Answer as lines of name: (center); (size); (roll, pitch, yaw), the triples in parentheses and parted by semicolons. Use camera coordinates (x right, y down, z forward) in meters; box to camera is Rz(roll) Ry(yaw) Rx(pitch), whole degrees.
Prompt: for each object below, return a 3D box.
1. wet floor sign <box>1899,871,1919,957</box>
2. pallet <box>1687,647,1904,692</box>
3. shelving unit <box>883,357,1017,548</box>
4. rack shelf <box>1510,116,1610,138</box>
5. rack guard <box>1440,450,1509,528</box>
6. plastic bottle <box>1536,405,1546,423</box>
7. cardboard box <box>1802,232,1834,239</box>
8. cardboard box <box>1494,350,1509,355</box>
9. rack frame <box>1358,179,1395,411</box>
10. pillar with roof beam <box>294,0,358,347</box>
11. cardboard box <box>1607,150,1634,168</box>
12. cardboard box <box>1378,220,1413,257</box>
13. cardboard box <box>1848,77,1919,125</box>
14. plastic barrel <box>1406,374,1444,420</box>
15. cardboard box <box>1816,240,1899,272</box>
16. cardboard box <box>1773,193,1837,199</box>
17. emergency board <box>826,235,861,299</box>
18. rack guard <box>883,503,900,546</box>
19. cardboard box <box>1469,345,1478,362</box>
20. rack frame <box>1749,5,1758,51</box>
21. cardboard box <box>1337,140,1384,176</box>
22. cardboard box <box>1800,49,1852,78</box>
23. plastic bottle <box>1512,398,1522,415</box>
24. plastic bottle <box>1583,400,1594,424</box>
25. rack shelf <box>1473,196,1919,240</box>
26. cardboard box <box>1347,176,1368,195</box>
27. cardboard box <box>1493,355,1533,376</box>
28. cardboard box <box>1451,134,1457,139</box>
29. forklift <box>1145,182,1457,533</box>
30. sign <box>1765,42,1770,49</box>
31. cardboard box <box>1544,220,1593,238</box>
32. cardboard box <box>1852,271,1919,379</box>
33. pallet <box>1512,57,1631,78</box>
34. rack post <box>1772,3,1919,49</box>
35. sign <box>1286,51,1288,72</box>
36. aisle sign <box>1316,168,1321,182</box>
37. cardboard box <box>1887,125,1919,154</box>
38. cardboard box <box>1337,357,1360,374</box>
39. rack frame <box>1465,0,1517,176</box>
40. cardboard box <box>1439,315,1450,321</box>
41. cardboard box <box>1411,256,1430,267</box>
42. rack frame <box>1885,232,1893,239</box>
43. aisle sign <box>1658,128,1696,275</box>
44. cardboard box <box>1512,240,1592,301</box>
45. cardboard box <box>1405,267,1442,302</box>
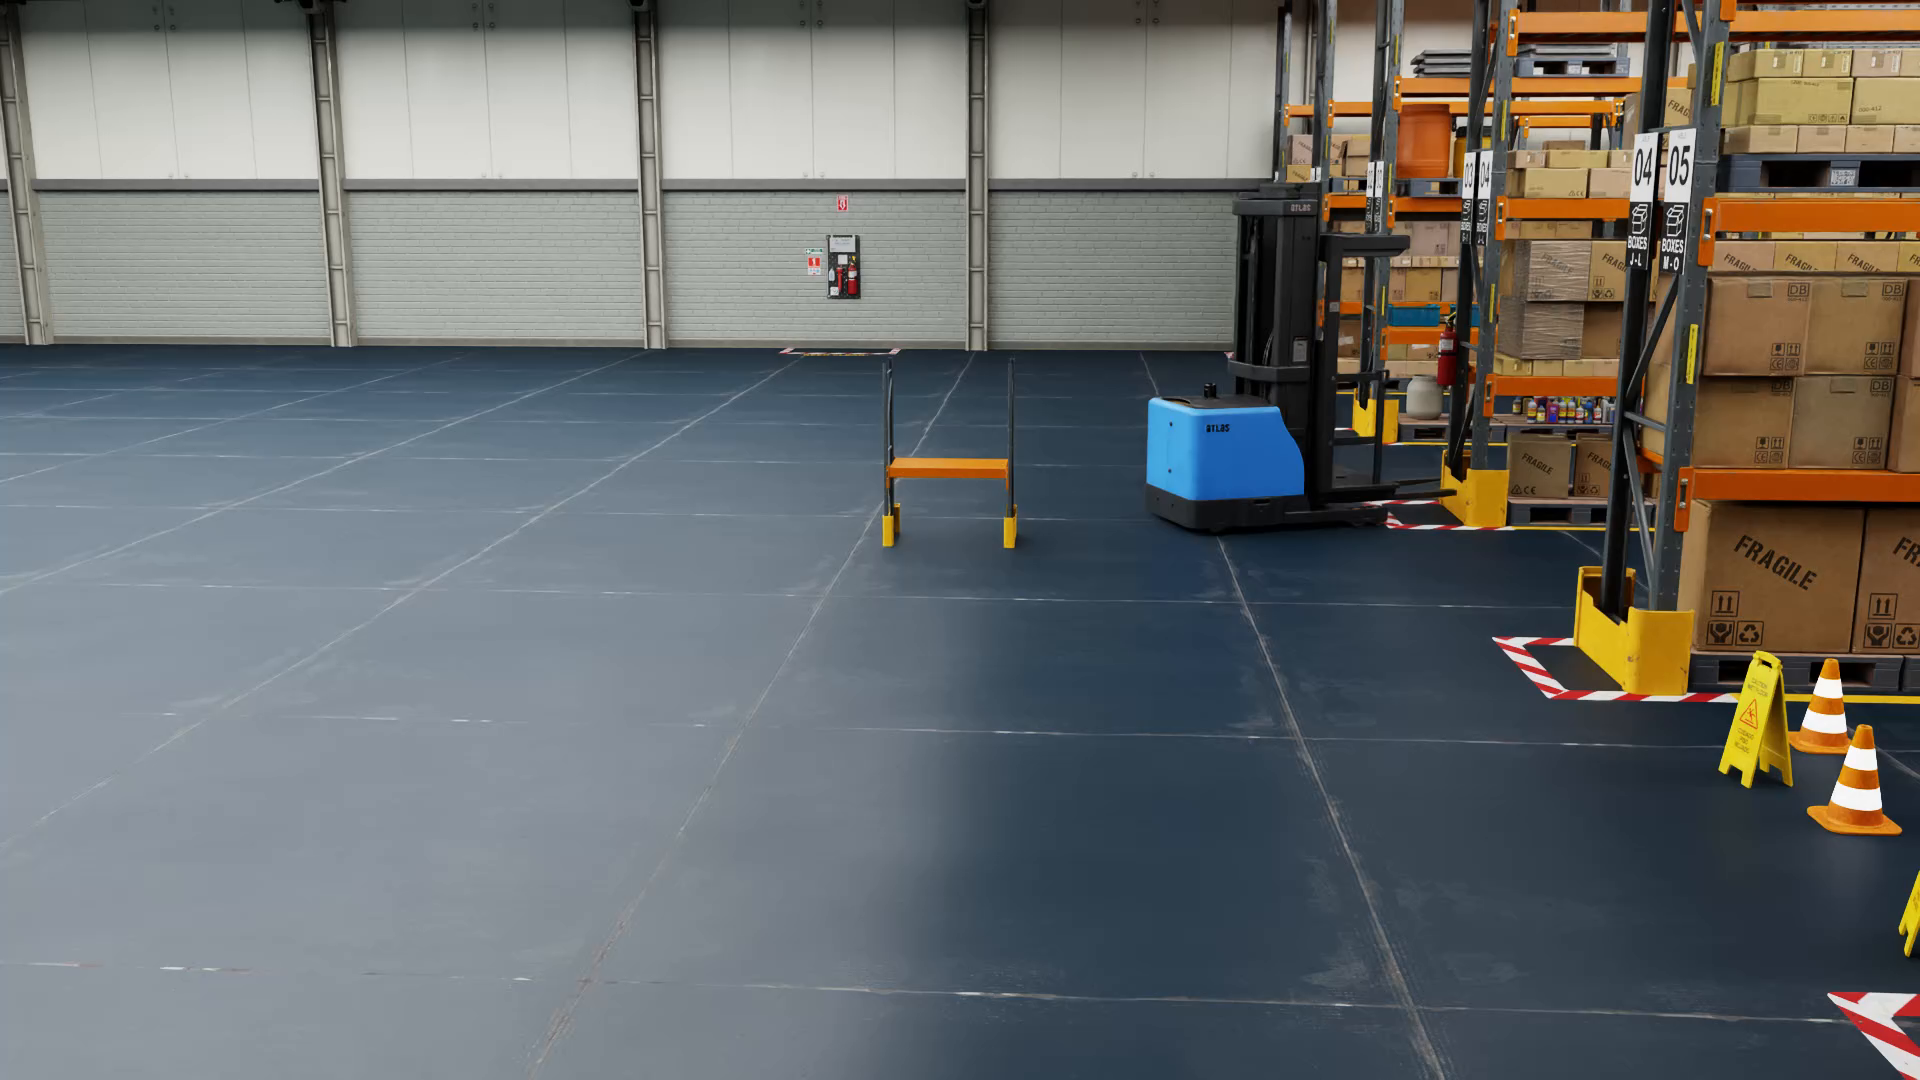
wet floor sign: (3.768, 1.258, 6.350); (0.232, 0.644, 0.267); (5, 13, 23)
pallet: (4.919, 0.674, 10.202); (1.213, 0.211, 1.003); (1, 12, 4)
shelving unit: (-0.076, -0.735, 13.789); (1.083, 1.500, 0.587); (1, 12, 4)
rack shelf: (11.527, -7.040, 28.350); (4.000, 0.370, 1.077); (1, 12, 4)
rack guard: (4.624, -0.474, 14.981); (0.348, 0.500, 1.175); (1, 12, 4)
plastic bottle: (6.770, -1.466, 19.379); (0.097, 0.201, 0.097); (0, 12, 0)
cardboard box: (14.495, -5.130, 28.284); (0.500, 0.250, 0.500); (1, 12, 3)
cardboard box: (4.846, -1.613, 14.939); (0.250, 0.149, 0.380); (1, 12, 4)
rack frame: (4.879, -2.710, 19.567); (0.127, 3.000, 1.000); (1, 12, 4)
pillar with roof beam: (-11.950, -7.204, 26.400); (0.548, 9.000, 9.100); (1, 12, 4)
cardboard box: (5.587, -3.217, 14.058); (0.250, 0.149, 0.380); (1, 12, 6)
cardboard box: (6.256, -4.390, 24.186); (0.500, 0.500, 0.700); (0, 12, 2)
cardboard box: (5.087, -2.415, 9.203); (0.500, 0.250, 0.500); (1, 12, 3)
plastic barrel: (5.541, -1.704, 19.810); (0.421, 0.512, 0.421); (0, 12, 0)
cardboard box: (7.573, -2.284, 14.117); (0.500, 0.500, 0.500); (1, 12, 4)
cardboard box: (7.037, -3.006, 14.024); (0.500, 0.250, 0.500); (1, 12, 3)
emergency board: (-2.153, -5.025, 30.633); (0.643, 1.169, 0.194); (1, 12, 4)
rack guard: (-0.573, -0.130, 13.950); (0.087, 0.250, 0.587); (1, 12, 4)
cardboard box: (7.230, -2.875, 24.213); (0.500, 0.500, 0.500); (1, 12, 4)
rack frame: (13.523, -7.561, 28.105); (0.127, 3.000, 1.000); (1, 12, 4)
cardboard box: (5.787, -5.506, 23.988); (0.637, 0.503, 0.797); (2, 12, 8)
cardboard box: (4.677, -2.603, 9.126); (0.250, 0.149, 0.380); (1, 12, 4)
plastic bottle: (6.741, -1.620, 20.116); (0.097, 0.201, 0.097); (0, 12, 0)
plastic bottle: (7.311, -1.493, 19.336); (0.097, 0.271, 0.097); (0, 12, 0)
rack shelf: (6.543, -2.787, 14.366); (4.000, 0.370, 1.077); (1, 12, 4)
cardboard box: (6.910, -6.184, 28.557); (0.500, 0.500, 0.500); (1, 12, 6)
cardboard box: (4.816, -1.523, 14.504); (0.250, 0.149, 0.380); (1, 12, 4)
cardboard box: (8.463, -6.652, 28.353); (0.500, 0.500, 0.500); (1, 12, 7)
forklift: (3.232, -1.649, 14.662); (3.031, 2.935, 1.130); (-4, 12, -17)
sign: (8.822, -5.377, 18.176); (0.005, 0.325, 0.100); (1, 12, 4)
cardboard box: (8.761, -4.356, 24.023); (0.500, 0.500, 0.700); (1, 12, 4)
cardboard box: (5.588, -1.251, 9.589); (0.550, 0.550, 0.875); (1, 12, 4)
pallet: (6.825, -5.325, 18.855); (1.213, 0.211, 1.003); (1, 12, 4)
rack post: (10.840, -5.680, 18.626); (3.121, 1.000, 1.013); (1, 12, 4)
sign: (5.504, -8.055, 27.995); (0.005, 0.325, 0.100); (1, 12, 4)
aisle sign: (5.127, -4.933, 23.843); (0.004, 0.787, 0.394); (1, 12, 4)
cardboard box: (5.193, -2.206, 9.173); (0.250, 0.149, 0.380); (1, 12, 4)
cardboard box: (5.734, -2.529, 24.391); (0.500, 0.250, 0.500); (1, 12, 4)
rack frame: (4.548, -4.635, 14.116); (0.127, 3.000, 1.000); (1, 12, 4)
cardboard box: (8.494, -3.677, 29.221); (0.500, 0.500, 0.500); (0, 12, -1)
cardboard box: (6.621, -4.025, 24.026); (0.250, 0.149, 0.380); (0, 12, 2)
rack frame: (13.196, -3.613, 23.884); (0.053, 2.616, 0.949); (1, 12, 4)
aisle sign: (4.025, -1.898, 9.338); (0.004, 0.787, 0.394); (1, 12, 4)
cardboard box: (5.078, -2.319, 14.285); (0.500, 0.500, 0.500); (1, 12, 4)
cardboard box: (6.698, -3.748, 24.283); (0.500, 0.500, 0.700); (1, 12, 4)
